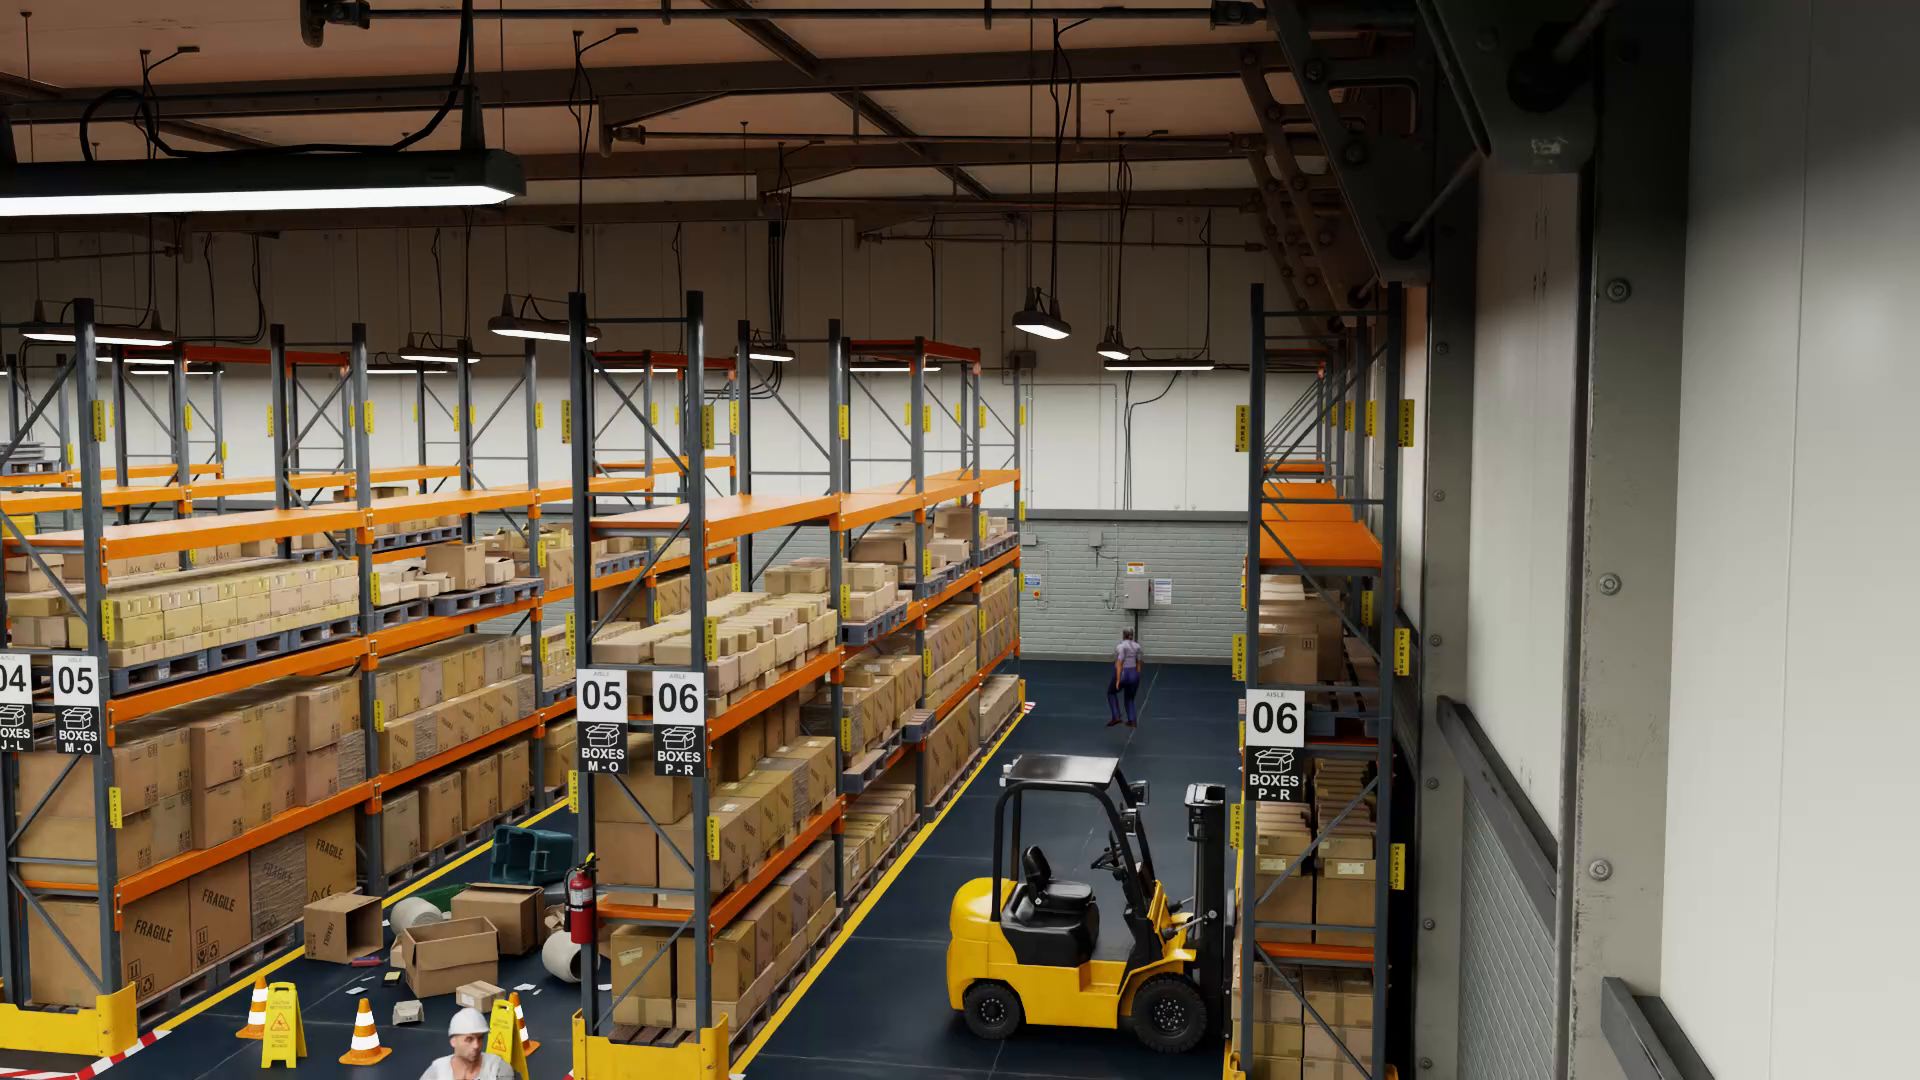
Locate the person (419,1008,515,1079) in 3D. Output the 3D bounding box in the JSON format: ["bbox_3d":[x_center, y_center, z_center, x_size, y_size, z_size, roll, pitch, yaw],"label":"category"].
[{"bbox_3d":[-2.780,3.530,9.256,0.648,1.818,0.614,-2,5,-20],"label":"person"}]

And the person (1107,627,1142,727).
[{"bbox_3d":[2.564,2.111,25.487,0.504,1.570,0.653,-1,5,-13],"label":"person"}]
